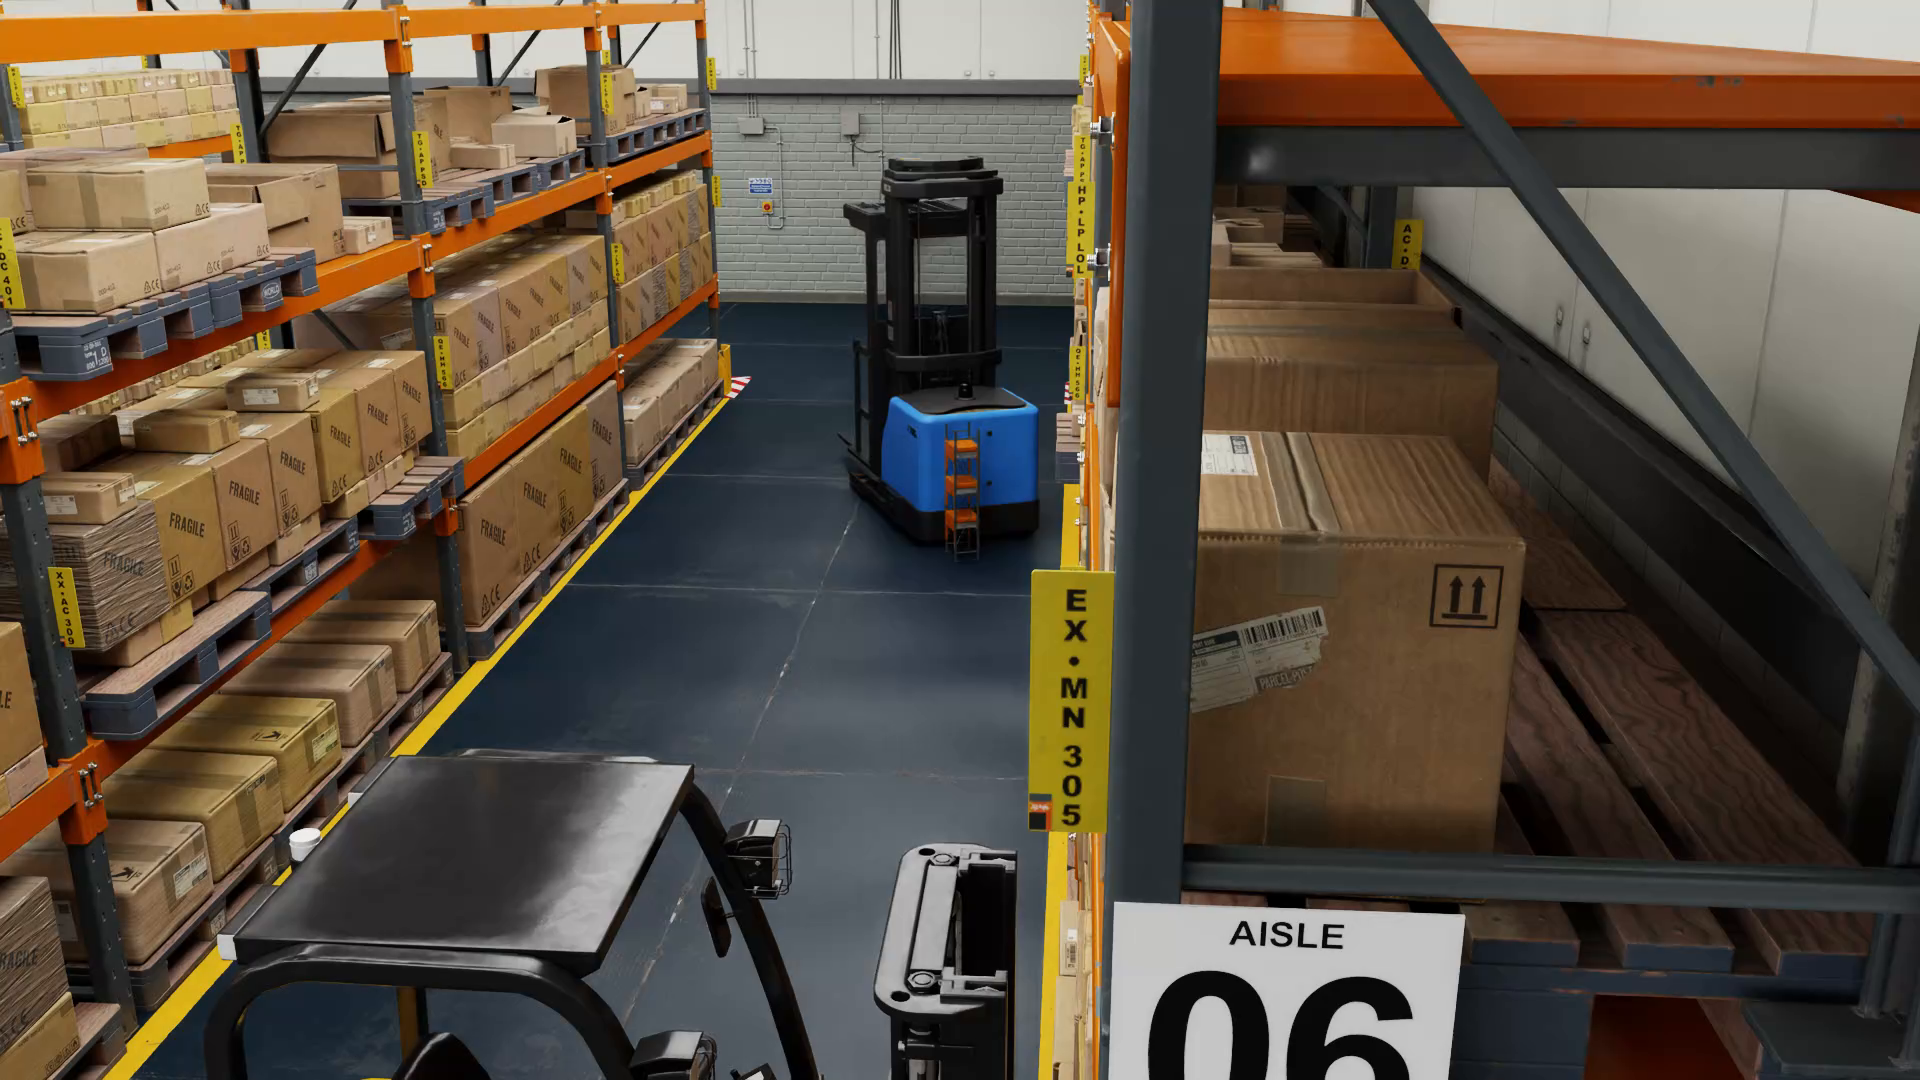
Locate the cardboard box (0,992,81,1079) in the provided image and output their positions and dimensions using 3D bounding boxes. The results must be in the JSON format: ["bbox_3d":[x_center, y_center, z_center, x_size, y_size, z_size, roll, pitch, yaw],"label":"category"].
[{"bbox_3d":[-3.768,1.959,6.367,0.500,0.250,0.500,2,18,6],"label":"cardboard box"}]

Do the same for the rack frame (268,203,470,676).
[{"bbox_3d":[-3.707,-0.580,10.374,1.000,3.000,0.127,1,18,4],"label":"rack frame"}]

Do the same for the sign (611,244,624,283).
[{"bbox_3d":[-2.879,-2.325,13.970,0.100,0.325,0.005,1,18,4],"label":"sign"}]

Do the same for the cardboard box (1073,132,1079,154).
[{"bbox_3d":[1.036,-2.944,12.343,0.380,0.149,0.250,2,18,5],"label":"cardboard box"}]

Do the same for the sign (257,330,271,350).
[{"bbox_3d":[-4.261,-1.141,10.229,0.100,0.325,0.005,1,18,4],"label":"sign"}]

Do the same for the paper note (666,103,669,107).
[{"bbox_3d":[-2.704,-4.026,15.393,0.006,0.032,0.123,1,18,4],"label":"paper note"}]

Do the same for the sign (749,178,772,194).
[{"bbox_3d":[-2.797,-4.964,23.323,0.327,0.218,0.001,1,18,4],"label":"sign"}]

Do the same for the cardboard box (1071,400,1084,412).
[{"bbox_3d":[0.997,-0.933,11.020,0.500,0.250,0.500,0,18,1],"label":"cardboard box"}]

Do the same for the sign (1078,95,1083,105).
[{"bbox_3d":[0.989,-3.393,13.313,0.100,0.325,0.005,1,18,4],"label":"sign"}]

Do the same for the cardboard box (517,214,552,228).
[{"bbox_3d":[-3.716,-2.756,14.207,0.380,0.149,0.250,1,18,3],"label":"cardboard box"}]

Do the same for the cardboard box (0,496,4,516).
[{"bbox_3d":[-4.190,0.126,6.909,0.500,0.500,0.500,1,18,3],"label":"cardboard box"}]

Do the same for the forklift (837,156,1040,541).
[{"bbox_3d":[-0.336,-1.805,14.225,1.130,2.935,3.031,-6,19,-19],"label":"forklift"}]

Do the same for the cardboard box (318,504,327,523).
[{"bbox_3d":[-3.592,-0.150,8.791,0.380,0.149,0.250,1,18,4],"label":"cardboard box"}]

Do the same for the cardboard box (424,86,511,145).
[{"bbox_3d":[-3.773,-3.227,12.802,0.500,0.500,0.500,1,18,3],"label":"cardboard box"}]

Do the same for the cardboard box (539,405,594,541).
[{"bbox_3d":[-3.442,-0.537,12.981,0.875,0.875,0.875,2,18,6],"label":"cardboard box"}]

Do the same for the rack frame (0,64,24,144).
[{"bbox_3d":[-8.365,-4.752,13.473,1.000,3.000,0.127,1,18,4],"label":"rack frame"}]

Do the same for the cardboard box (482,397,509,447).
[{"bbox_3d":[-3.402,-0.815,11.332,0.500,0.250,0.500,1,18,2],"label":"cardboard box"}]

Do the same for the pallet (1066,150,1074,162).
[{"bbox_3d":[1.414,-2.847,12.780,1.213,0.211,1.003,1,18,4],"label":"pallet"}]

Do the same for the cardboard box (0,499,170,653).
[{"bbox_3d":[-3.674,0.135,6.881,0.500,0.500,0.500,2,18,5],"label":"cardboard box"}]

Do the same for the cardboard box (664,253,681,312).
[{"bbox_3d":[-3.006,-2.480,16.013,0.500,0.500,0.500,2,18,6],"label":"cardboard box"}]

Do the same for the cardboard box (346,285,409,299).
[{"bbox_3d":[-3.902,-1.428,11.198,0.500,0.500,0.500,2,18,5],"label":"cardboard box"}]

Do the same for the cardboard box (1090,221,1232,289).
[{"bbox_3d":[0.766,-1.088,6.417,0.500,0.311,0.500,1,18,2],"label":"cardboard box"}]

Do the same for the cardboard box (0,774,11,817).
[{"bbox_3d":[-3.724,0.966,6.060,0.380,0.149,0.250,2,18,5],"label":"cardboard box"}]

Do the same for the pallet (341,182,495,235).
[{"bbox_3d":[-3.714,-2.116,10.551,1.213,0.211,1.003,2,18,6],"label":"pallet"}]

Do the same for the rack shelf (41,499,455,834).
[{"bbox_3d":[-3.851,0.383,8.591,1.077,0.370,4.000,1,18,4],"label":"rack shelf"}]

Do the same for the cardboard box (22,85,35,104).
[{"bbox_3d":[-8.103,-3.767,14.083,0.380,0.149,0.250,1,18,3],"label":"cardboard box"}]

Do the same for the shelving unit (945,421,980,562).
[{"bbox_3d":[0.018,-0.374,12.877,0.215,1.050,0.252,-5,19,-16],"label":"shelving unit"}]

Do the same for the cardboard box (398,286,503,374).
[{"bbox_3d":[-3.402,-1.404,11.125,0.500,0.500,0.500,1,18,4],"label":"cardboard box"}]

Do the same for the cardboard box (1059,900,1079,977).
[{"bbox_3d":[0.610,1.548,6.018,0.500,0.250,0.500,1,18,3],"label":"cardboard box"}]

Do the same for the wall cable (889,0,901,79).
[{"bbox_3d":[0.519,-7.614,22.149,2.988,3.039,0.133,1,18,4],"label":"wall cable"}]

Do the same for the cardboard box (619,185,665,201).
[{"bbox_3d":[-3.034,-3.301,15.870,0.380,0.149,0.250,2,18,6],"label":"cardboard box"}]

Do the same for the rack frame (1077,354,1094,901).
[{"bbox_3d":[0.957,0.772,6.248,1.000,3.000,0.127,1,18,4],"label":"rack frame"}]

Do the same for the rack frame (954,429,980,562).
[{"bbox_3d":[0.053,-0.337,12.766,0.200,1.050,0.008,-5,19,-16],"label":"rack frame"}]

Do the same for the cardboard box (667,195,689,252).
[{"bbox_3d":[-2.978,-3.115,16.347,0.500,0.500,0.500,1,18,4],"label":"cardboard box"}]

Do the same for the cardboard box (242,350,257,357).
[{"bbox_3d":[-7.831,-1.959,18.011,0.380,0.149,0.250,1,18,2],"label":"cardboard box"}]

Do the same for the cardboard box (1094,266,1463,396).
[{"bbox_3d":[0.712,-0.346,3.845,0.797,0.503,0.637,2,18,6],"label":"cardboard box"}]

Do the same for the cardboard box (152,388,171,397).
[{"bbox_3d":[-7.963,-1.395,16.290,0.380,0.149,0.250,1,18,3],"label":"cardboard box"}]

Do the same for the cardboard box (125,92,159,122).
[{"bbox_3d":[-7.980,-4.112,15.776,0.500,0.250,0.500,0,18,2],"label":"cardboard box"}]

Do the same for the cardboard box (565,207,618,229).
[{"bbox_3d":[-3.139,-2.745,14.175,0.380,0.149,0.250,1,18,3],"label":"cardboard box"}]

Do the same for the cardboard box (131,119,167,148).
[{"bbox_3d":[-7.944,-3.872,15.847,0.500,0.250,0.500,2,18,6],"label":"cardboard box"}]

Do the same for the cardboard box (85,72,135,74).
[{"bbox_3d":[-8.475,-4.592,16.601,0.380,0.149,0.250,2,18,5],"label":"cardboard box"}]

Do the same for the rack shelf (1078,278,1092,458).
[{"bbox_3d":[1.101,-0.932,7.789,1.077,0.370,4.000,1,18,4],"label":"rack shelf"}]

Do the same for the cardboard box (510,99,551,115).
[{"bbox_3d":[-3.694,-3.636,14.266,0.396,0.266,0.258,2,18,6],"label":"cardboard box"}]

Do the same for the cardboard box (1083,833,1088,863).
[{"bbox_3d":[0.552,0.828,4.876,0.380,0.149,0.250,1,18,3],"label":"cardboard box"}]

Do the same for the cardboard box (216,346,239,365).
[{"bbox_3d":[-7.831,-1.941,17.477,0.380,0.149,0.250,1,18,3],"label":"cardboard box"}]

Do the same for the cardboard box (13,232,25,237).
[{"bbox_3d":[-4.097,-1.076,6.637,0.500,0.250,0.500,1,18,3],"label":"cardboard box"}]

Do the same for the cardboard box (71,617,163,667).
[{"bbox_3d":[-3.639,0.418,7.059,0.380,0.149,0.250,2,18,5],"label":"cardboard box"}]

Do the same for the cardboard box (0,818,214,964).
[{"bbox_3d":[-3.959,1.549,7.424,0.950,0.372,0.625,2,18,5],"label":"cardboard box"}]

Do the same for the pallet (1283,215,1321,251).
[{"bbox_3d":[1.284,-1.593,8.953,1.213,0.211,1.003,2,18,6],"label":"pallet"}]

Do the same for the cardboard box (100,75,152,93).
[{"bbox_3d":[-7.941,-4.337,15.823,0.380,0.149,0.250,1,18,2],"label":"cardboard box"}]

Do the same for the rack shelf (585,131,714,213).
[{"bbox_3d":[-3.277,-3.527,15.706,1.077,0.370,4.000,1,18,4],"label":"rack shelf"}]

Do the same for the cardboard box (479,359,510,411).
[{"bbox_3d":[-3.386,-1.058,11.273,0.500,0.250,0.500,2,18,5],"label":"cardboard box"}]

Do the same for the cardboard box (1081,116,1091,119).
[{"bbox_3d":[1.048,-2.922,11.797,0.380,0.149,0.250,1,18,4],"label":"cardboard box"}]

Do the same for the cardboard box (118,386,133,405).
[{"bbox_3d":[-8.090,-1.376,15.754,0.380,0.149,0.250,1,18,2],"label":"cardboard box"}]

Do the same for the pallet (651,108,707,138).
[{"bbox_3d":[-3.176,-4.217,16.800,1.003,0.211,1.213,1,18,4],"label":"pallet"}]

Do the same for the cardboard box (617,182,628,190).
[{"bbox_3d":[-3.483,-3.465,16.372,0.380,0.149,0.250,1,18,4],"label":"cardboard box"}]
